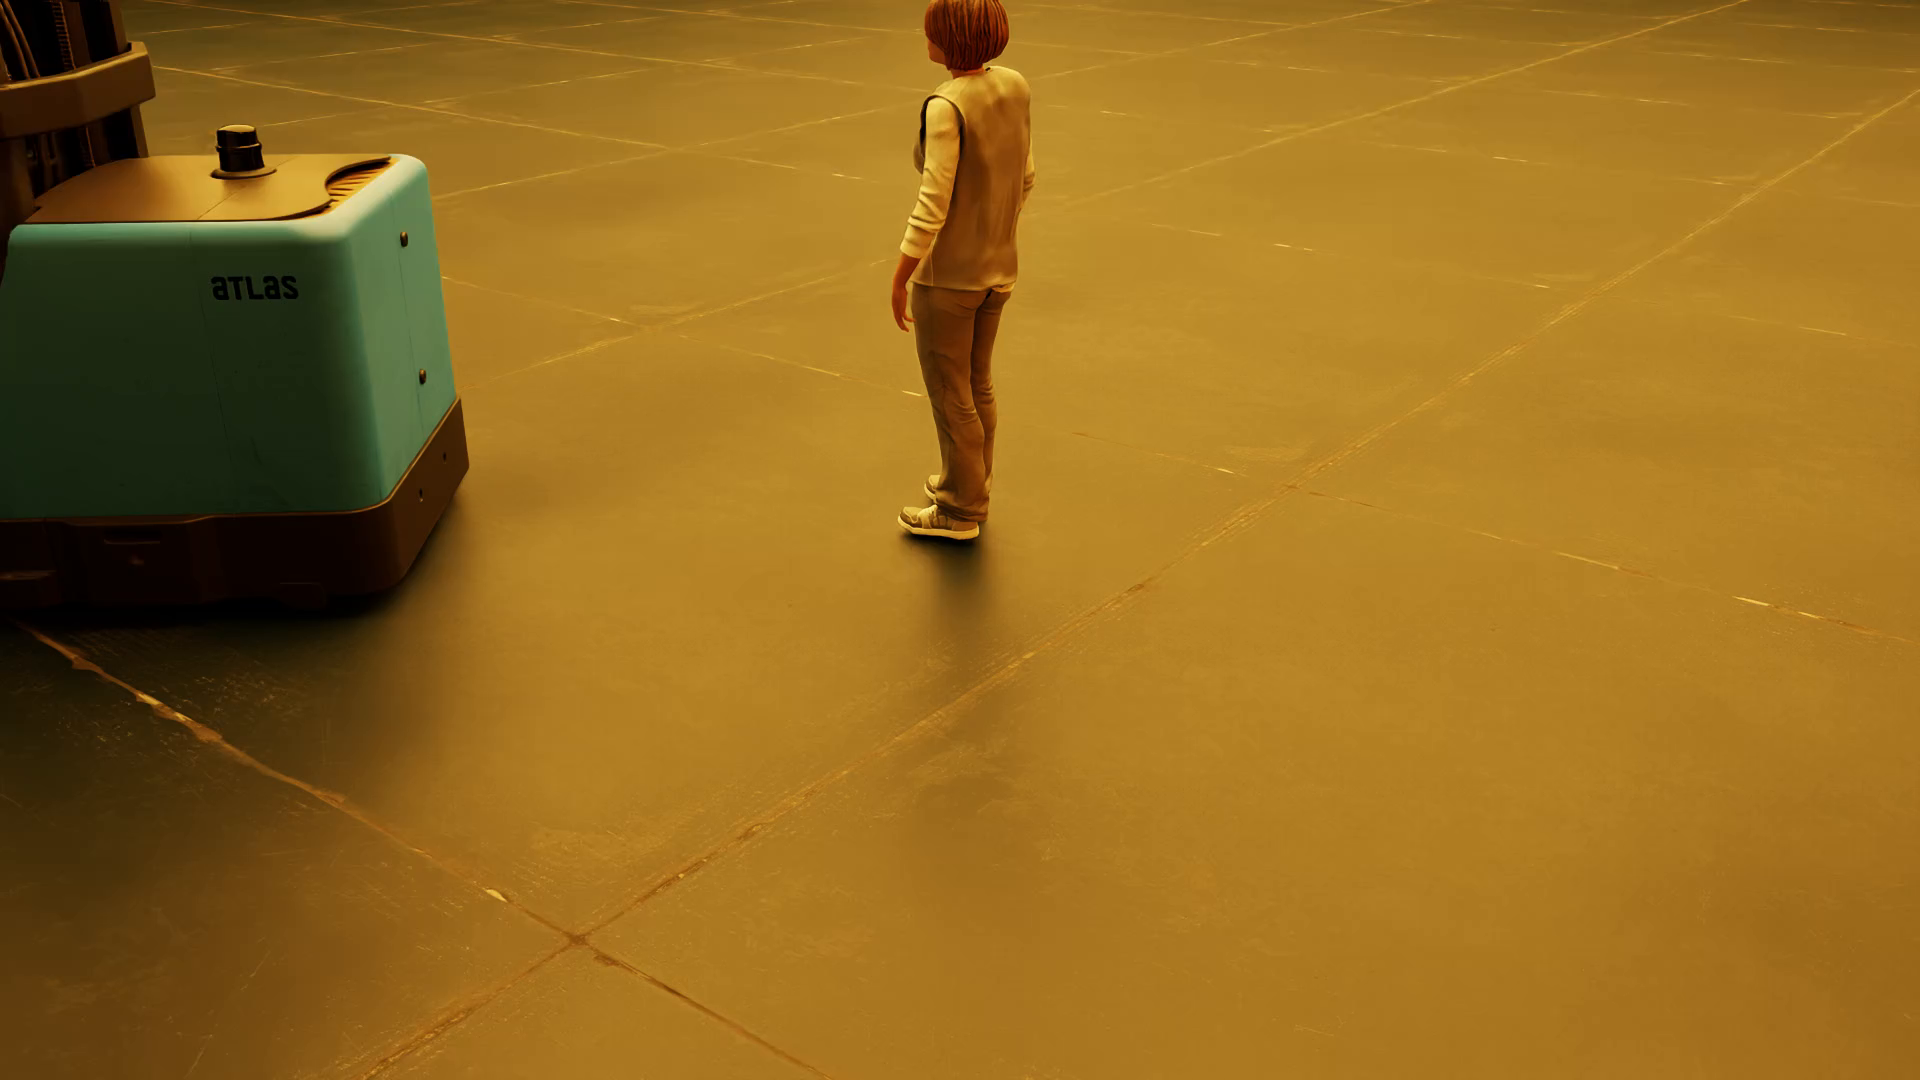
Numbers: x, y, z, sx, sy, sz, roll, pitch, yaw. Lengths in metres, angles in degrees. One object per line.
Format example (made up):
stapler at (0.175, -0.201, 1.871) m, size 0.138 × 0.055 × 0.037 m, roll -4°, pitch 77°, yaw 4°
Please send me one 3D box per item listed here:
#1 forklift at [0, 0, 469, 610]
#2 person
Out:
forklift at (-3.072, -1.307, 4.343) m, size 3.031 × 2.935 × 1.130 m, roll -1°, pitch 23°, yaw -3°
person at (-0.050, -0.755, 4.747) m, size 0.475 × 1.582 × 0.521 m, roll 17°, pitch 29°, yaw 34°
